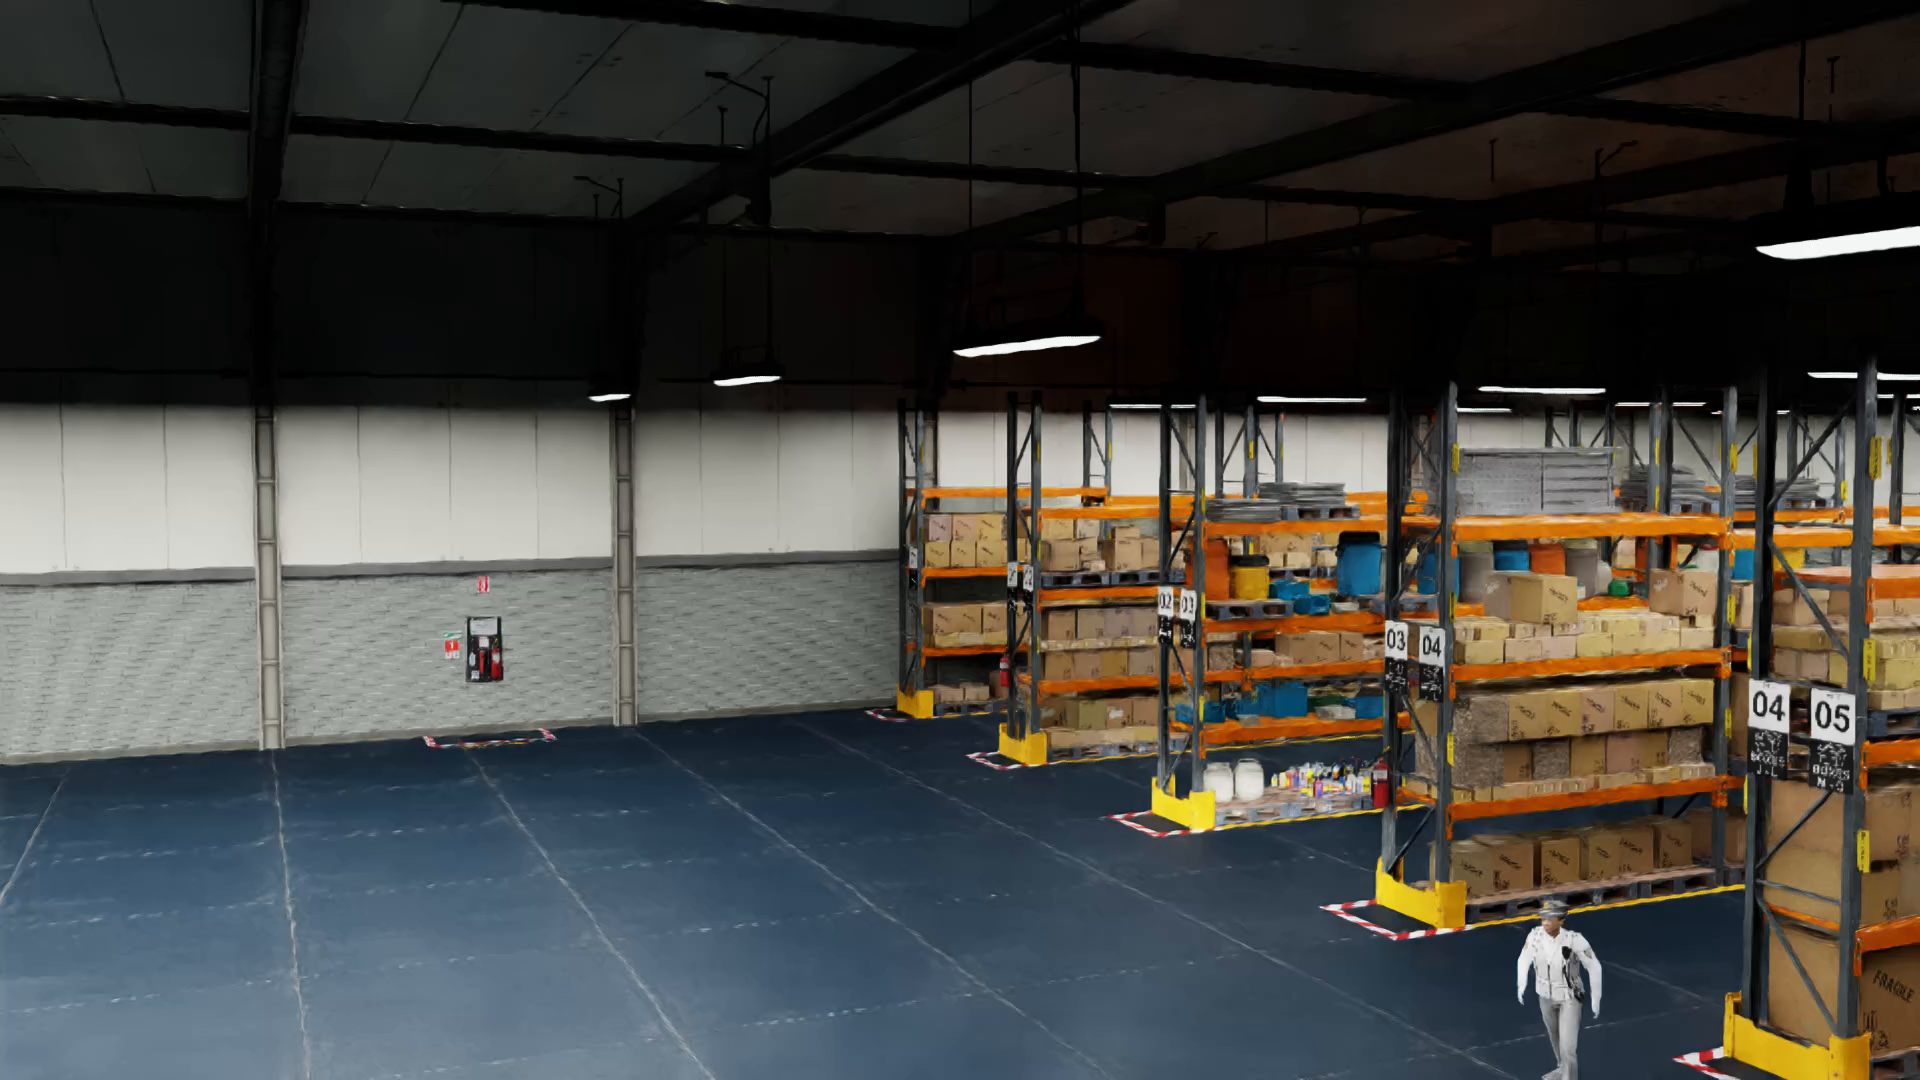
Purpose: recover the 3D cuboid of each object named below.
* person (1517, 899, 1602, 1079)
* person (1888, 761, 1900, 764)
[{"bbox_3d":[4.732,3.583,13.057,0.814,1.607,0.638,-3,4,-40],"label":"person"},{"bbox_3d":[10.847,3.239,19.152,0.507,1.618,0.580,-2,4,-26],"label":"person"}]
